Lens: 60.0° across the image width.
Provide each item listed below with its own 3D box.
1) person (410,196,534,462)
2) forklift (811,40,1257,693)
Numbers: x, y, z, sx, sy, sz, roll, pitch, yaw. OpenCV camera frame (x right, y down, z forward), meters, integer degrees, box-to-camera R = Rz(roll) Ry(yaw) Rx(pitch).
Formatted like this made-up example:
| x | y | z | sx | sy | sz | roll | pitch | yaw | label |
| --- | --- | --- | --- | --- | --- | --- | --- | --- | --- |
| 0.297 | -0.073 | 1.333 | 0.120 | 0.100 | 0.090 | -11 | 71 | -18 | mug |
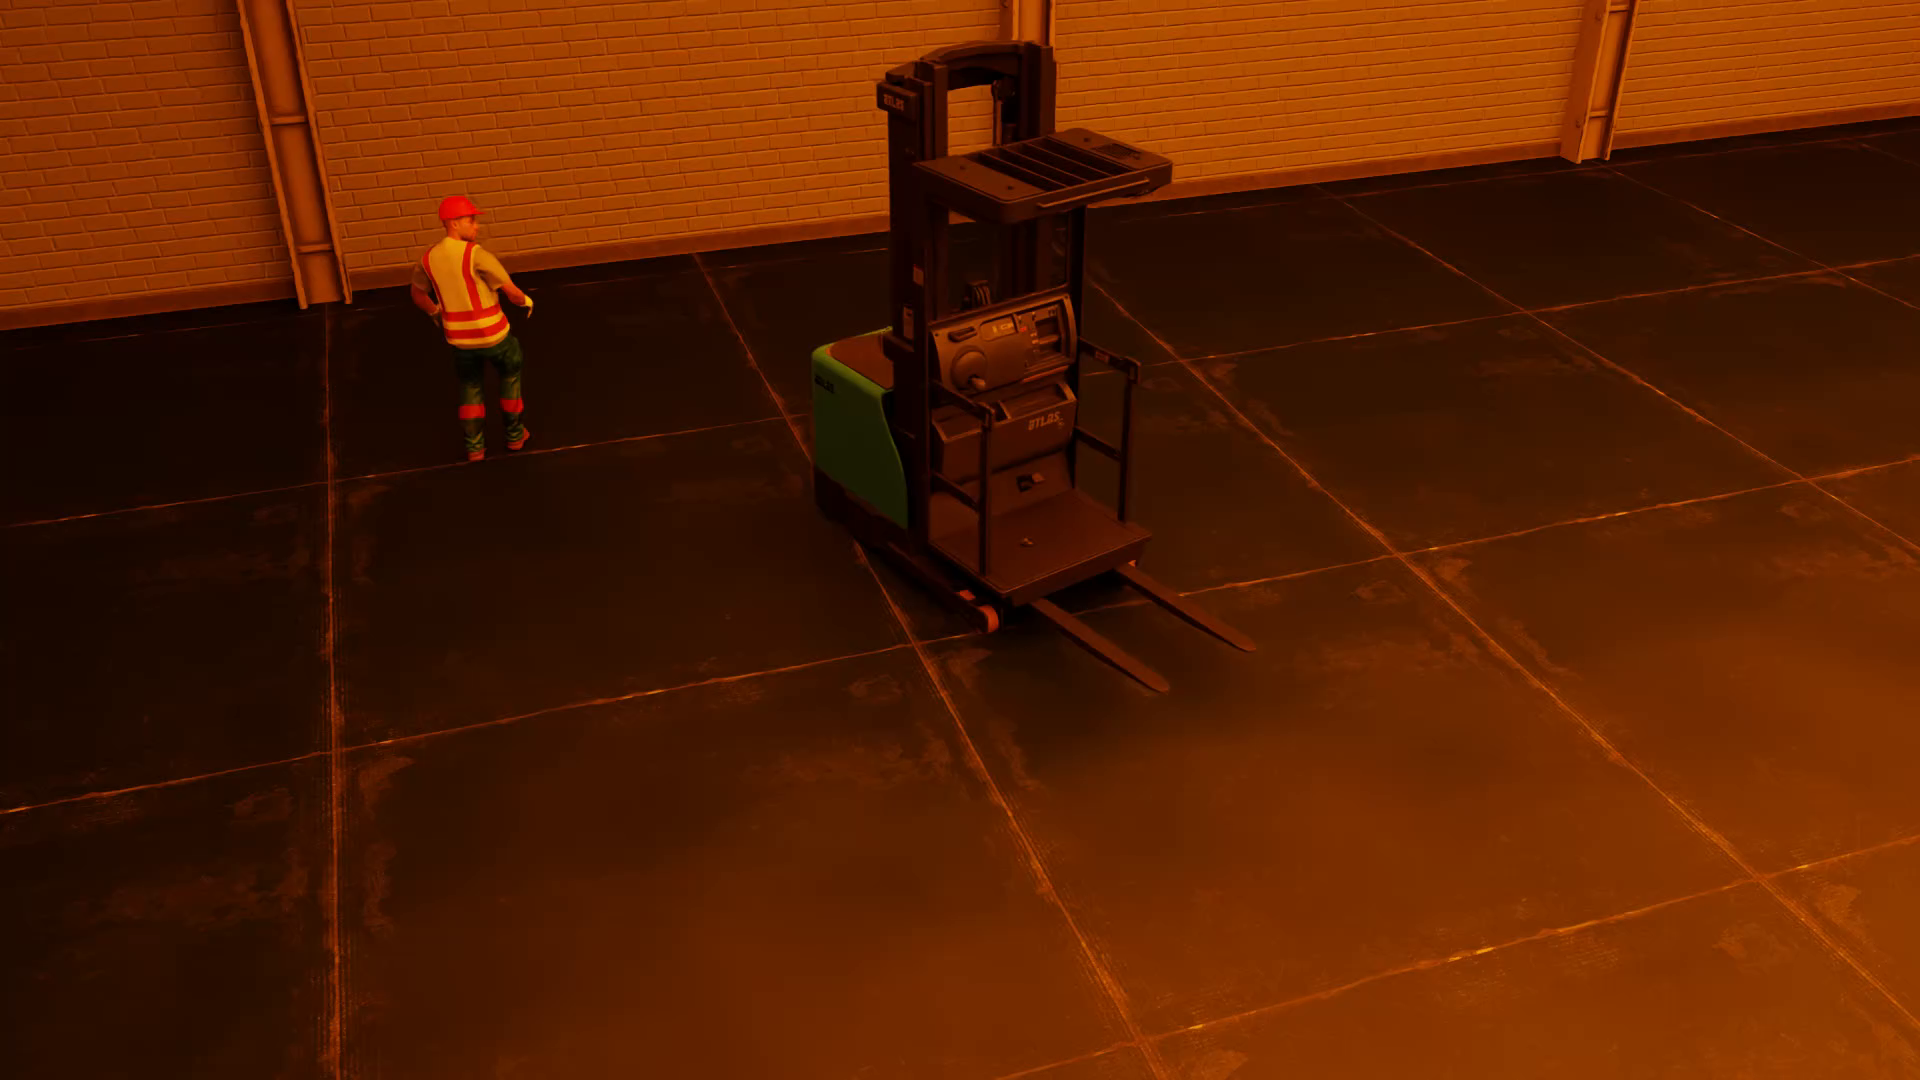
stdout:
| x | y | z | sx | sy | sz | roll | pitch | yaw | label |
| --- | --- | --- | --- | --- | --- | --- | --- | --- | --- |
| -3.106 | -1.350 | 10.663 | 0.763 | 1.728 | 0.520 | 4 | 30 | 6 | person |
| 0.375 | -1.027 | 8.872 | 1.130 | 2.935 | 3.031 | -20 | 36 | -31 | forklift |
